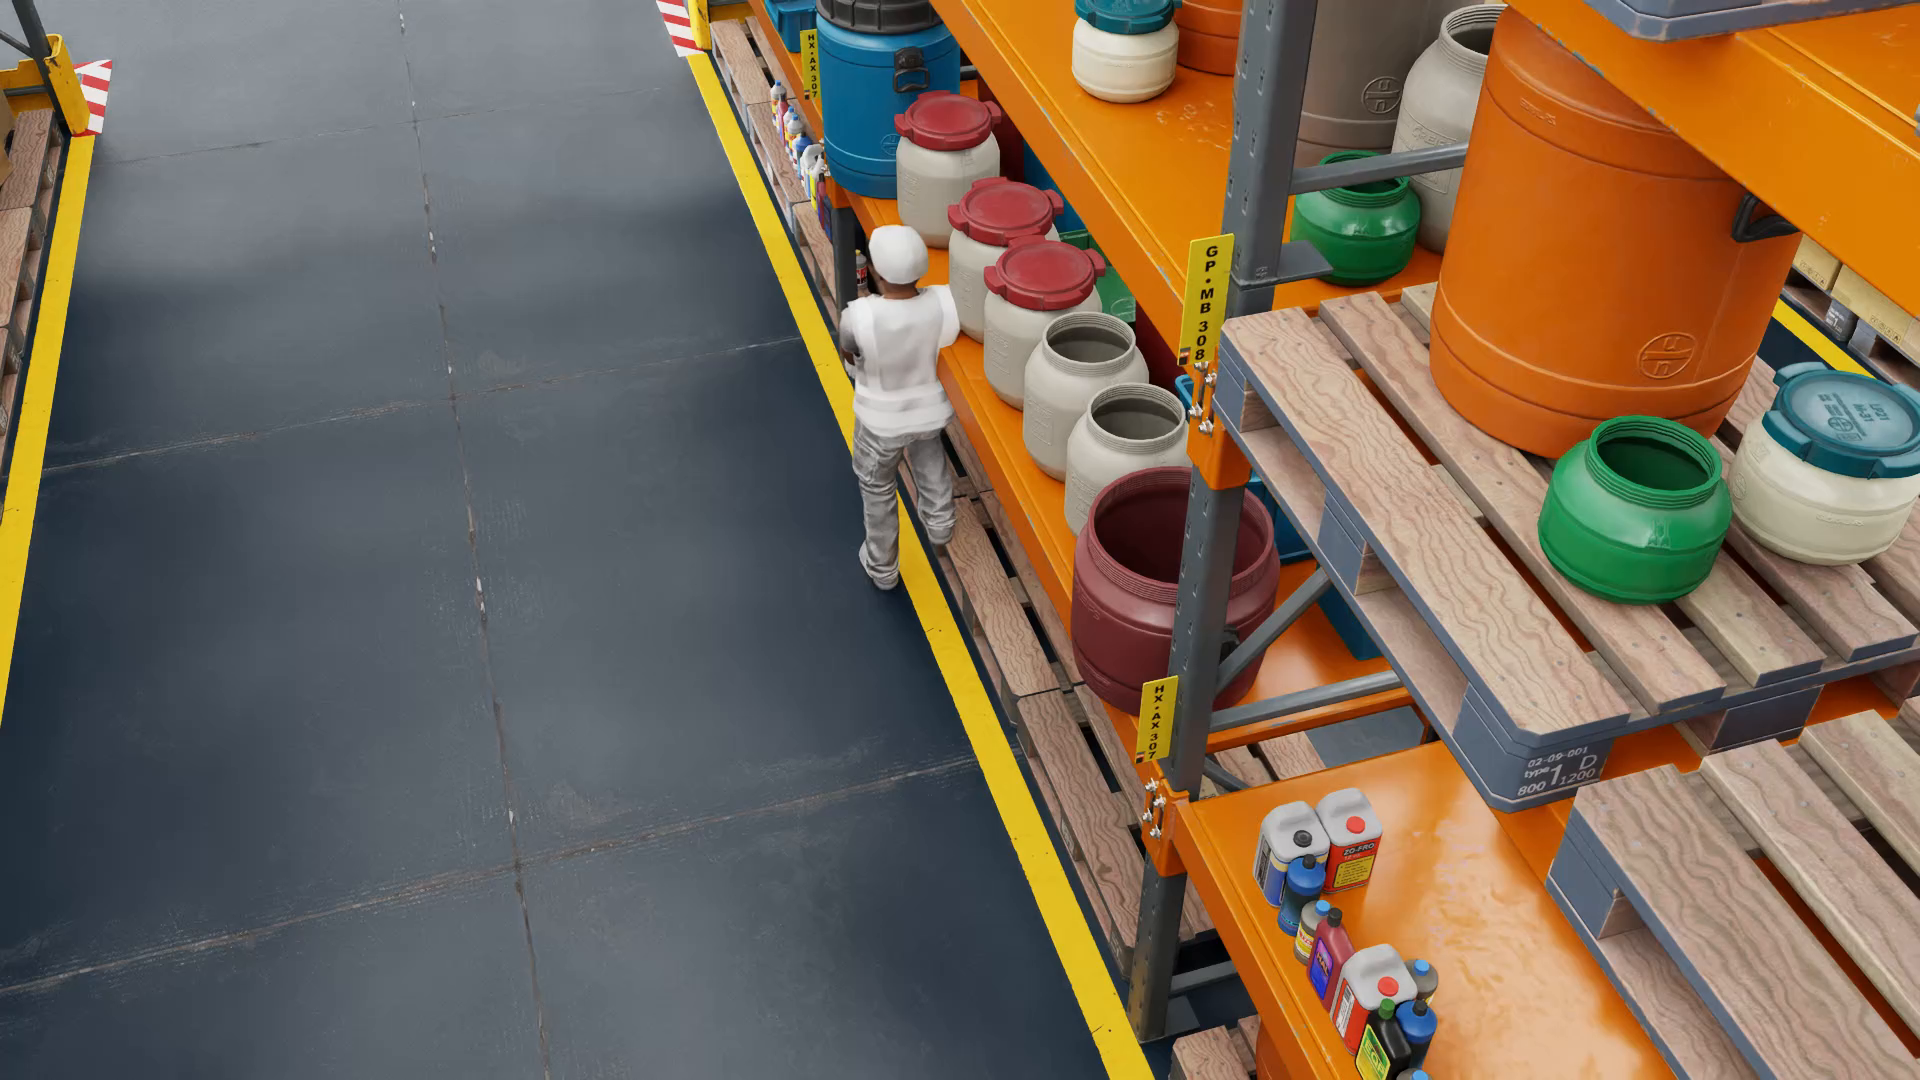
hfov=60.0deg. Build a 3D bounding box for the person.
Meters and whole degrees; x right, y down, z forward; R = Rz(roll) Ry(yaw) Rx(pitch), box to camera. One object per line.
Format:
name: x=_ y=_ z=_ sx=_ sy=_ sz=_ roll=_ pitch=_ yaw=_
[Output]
person: x=-0.262 y=-0.586 z=6.803 sx=0.487 sy=1.778 sz=0.584 roll=-11 pitch=43 yaw=-13
